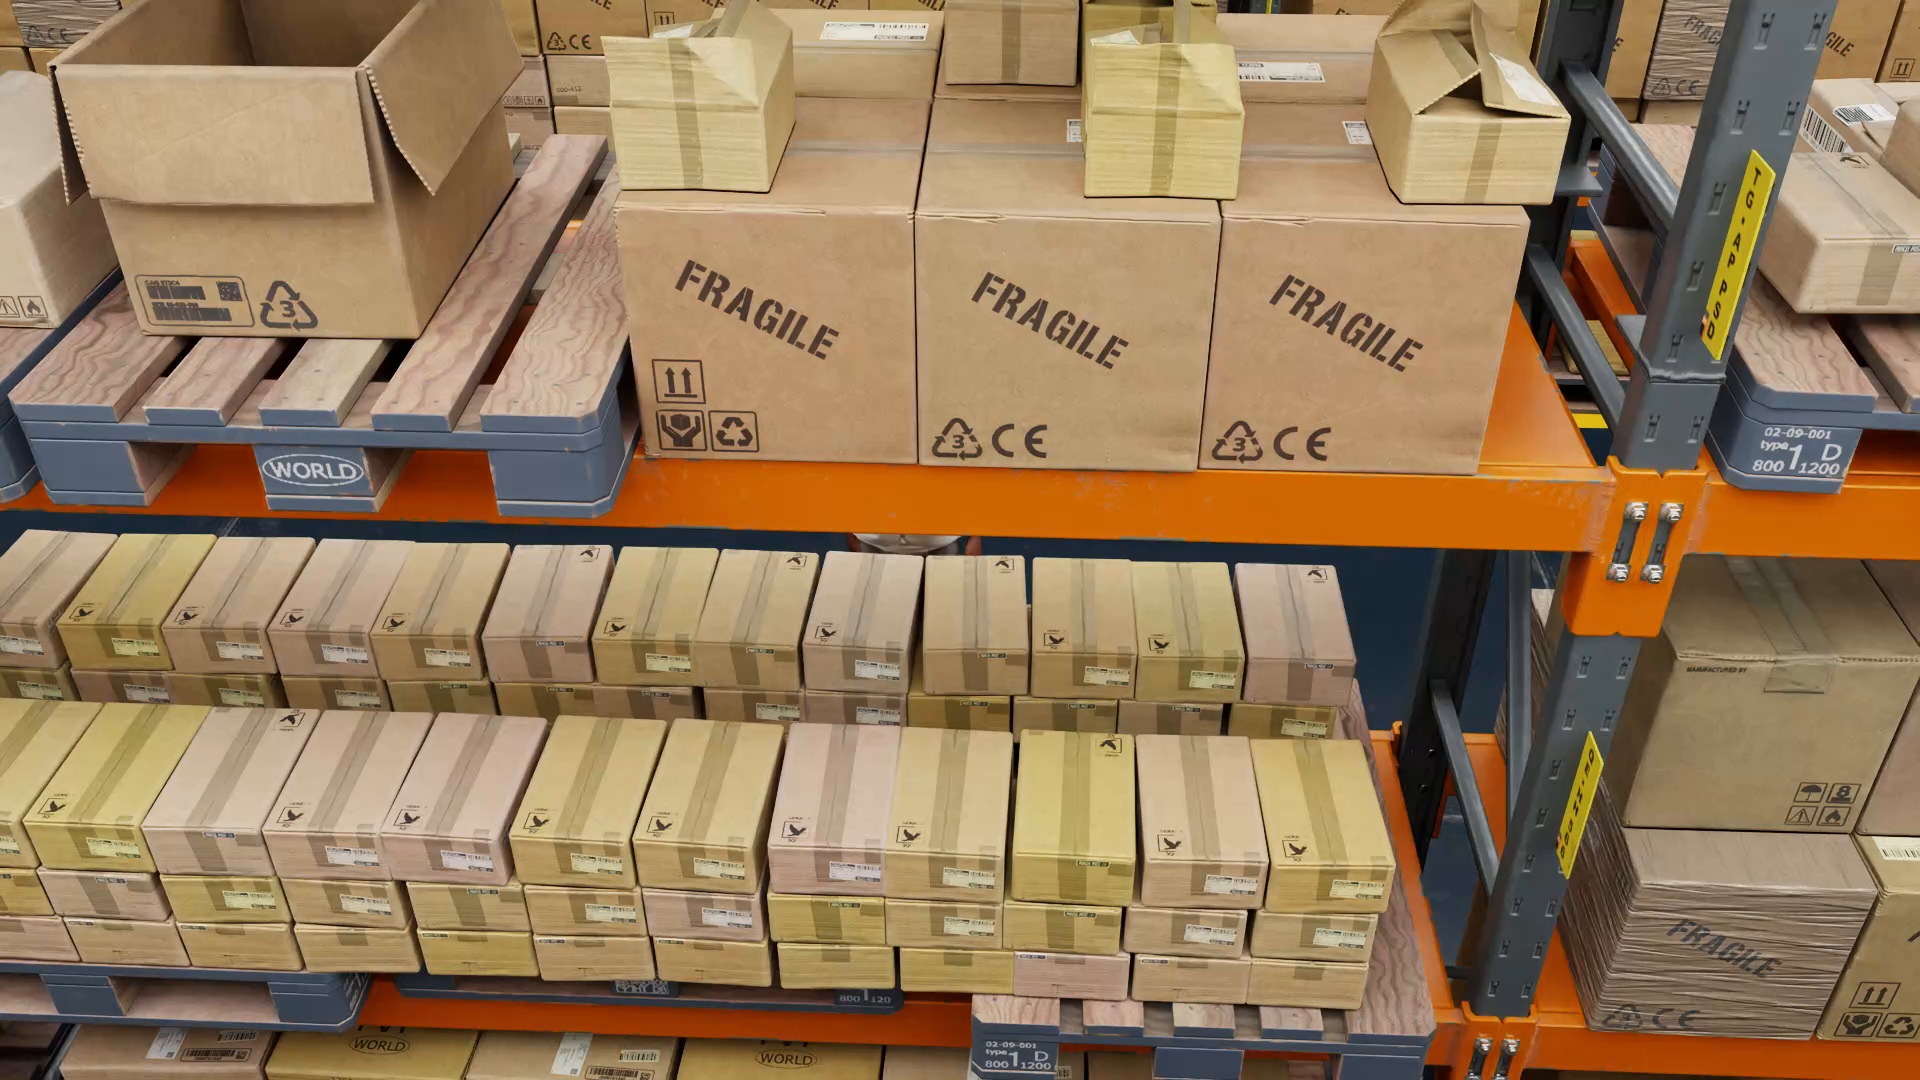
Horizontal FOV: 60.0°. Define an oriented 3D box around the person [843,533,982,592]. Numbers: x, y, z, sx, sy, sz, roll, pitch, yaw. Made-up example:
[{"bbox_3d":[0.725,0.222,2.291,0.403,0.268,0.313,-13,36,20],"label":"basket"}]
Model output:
[{"bbox_3d":[-0.176,-0.010,6.165,0.581,1.738,0.409,2,36,3],"label":"person"}]
